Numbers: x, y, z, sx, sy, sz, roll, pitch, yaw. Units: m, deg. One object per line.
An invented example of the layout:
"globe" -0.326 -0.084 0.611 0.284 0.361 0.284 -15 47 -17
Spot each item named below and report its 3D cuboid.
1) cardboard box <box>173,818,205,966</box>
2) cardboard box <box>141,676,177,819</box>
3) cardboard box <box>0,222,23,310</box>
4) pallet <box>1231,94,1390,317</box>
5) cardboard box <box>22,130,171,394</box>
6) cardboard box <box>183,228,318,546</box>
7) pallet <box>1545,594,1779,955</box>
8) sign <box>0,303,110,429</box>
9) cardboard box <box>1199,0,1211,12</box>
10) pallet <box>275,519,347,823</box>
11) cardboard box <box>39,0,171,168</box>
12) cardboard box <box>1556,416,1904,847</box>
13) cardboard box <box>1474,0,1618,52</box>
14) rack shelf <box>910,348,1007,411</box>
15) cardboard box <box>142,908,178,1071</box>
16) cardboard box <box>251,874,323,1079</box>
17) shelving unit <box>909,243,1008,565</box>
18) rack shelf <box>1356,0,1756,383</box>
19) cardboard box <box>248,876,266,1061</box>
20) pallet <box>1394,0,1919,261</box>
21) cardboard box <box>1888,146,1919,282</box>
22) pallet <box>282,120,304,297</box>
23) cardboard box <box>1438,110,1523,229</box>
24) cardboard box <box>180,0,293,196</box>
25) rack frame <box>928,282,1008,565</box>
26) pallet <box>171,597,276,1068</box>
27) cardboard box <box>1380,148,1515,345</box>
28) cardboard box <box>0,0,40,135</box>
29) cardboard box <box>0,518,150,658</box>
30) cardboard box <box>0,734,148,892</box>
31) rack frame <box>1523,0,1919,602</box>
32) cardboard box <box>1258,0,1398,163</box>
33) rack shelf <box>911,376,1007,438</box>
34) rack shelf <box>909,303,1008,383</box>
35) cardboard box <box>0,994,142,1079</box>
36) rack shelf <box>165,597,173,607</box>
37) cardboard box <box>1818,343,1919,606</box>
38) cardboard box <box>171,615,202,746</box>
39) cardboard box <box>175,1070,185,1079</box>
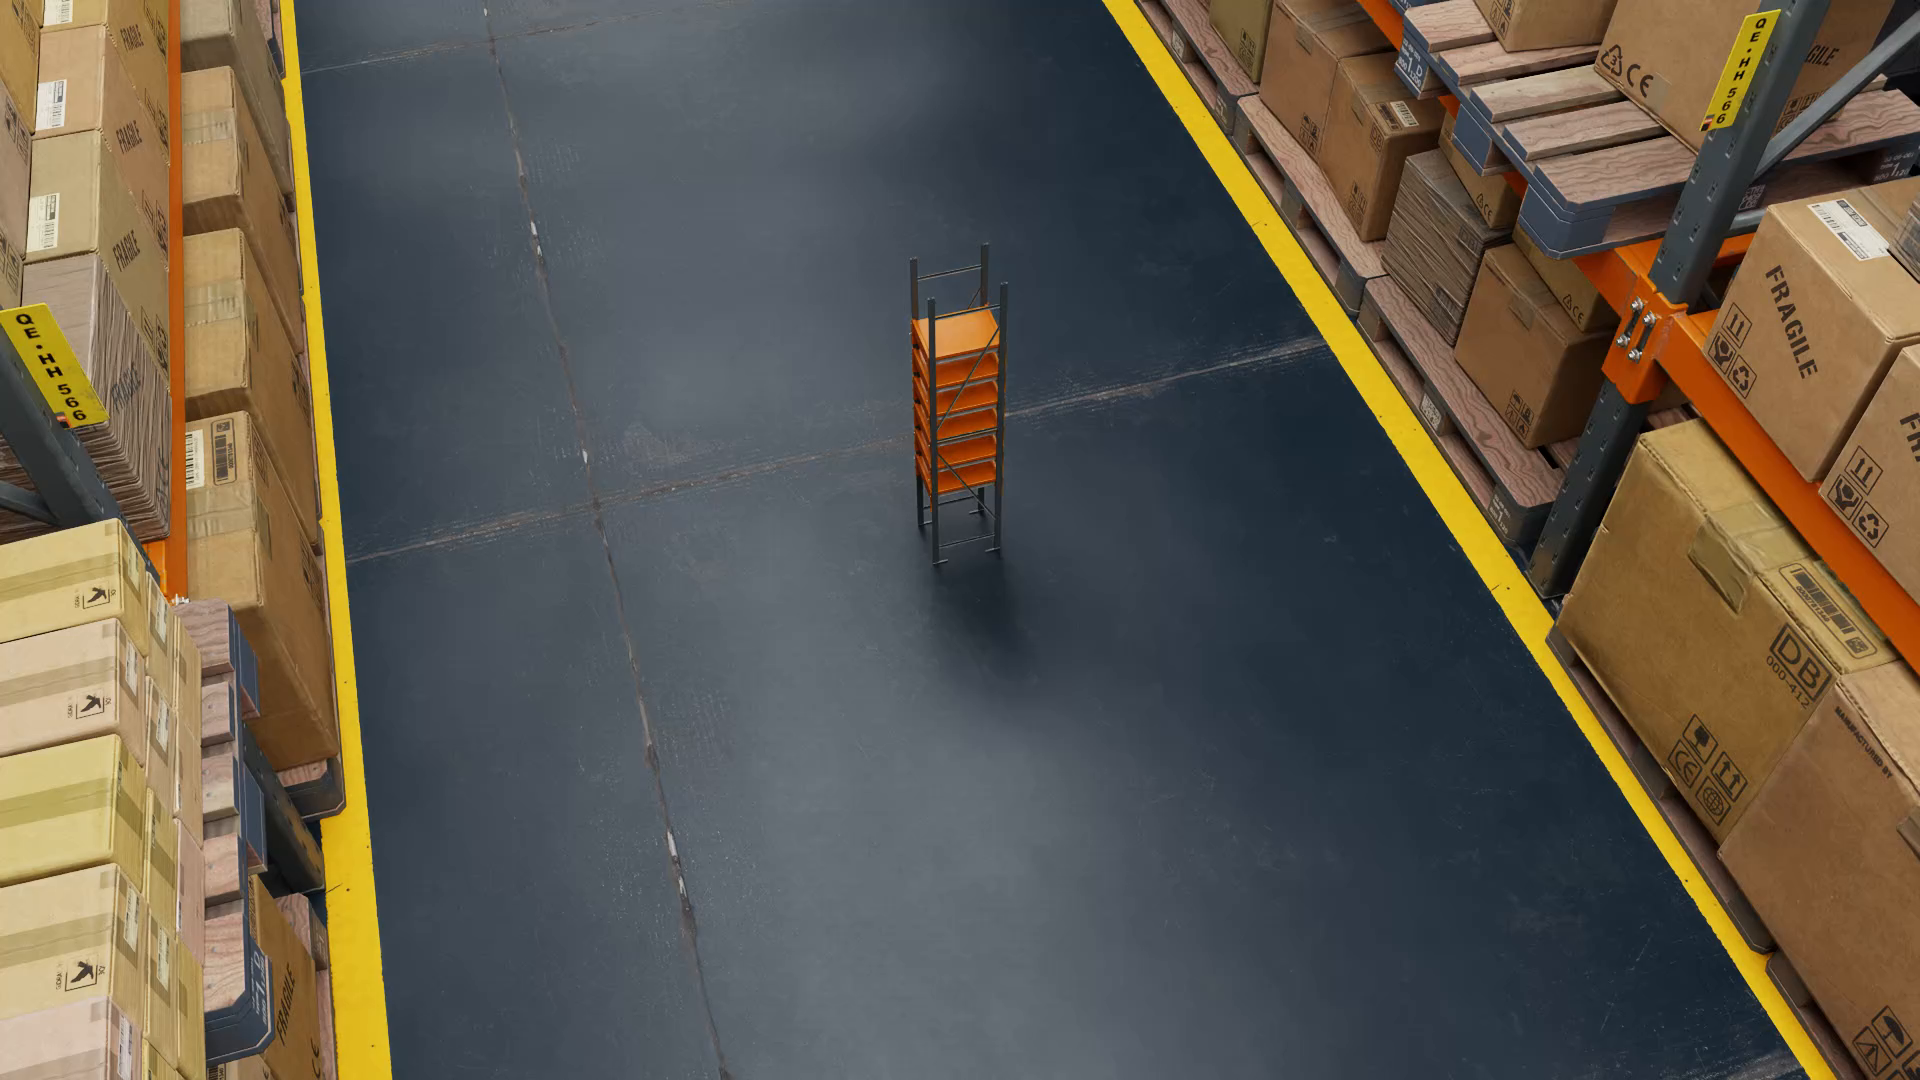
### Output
"cardboard box" -1.624 0.701 3.087 0.380 0.149 0.250 -13 51 -10
"cardboard box" -1.695 0.431 3.120 0.380 0.149 0.250 -12 51 -10
"cardboard box" -2.480 -0.556 3.537 0.700 0.500 0.500 -14 51 -11
"pallet" 1.824 -1.480 6.860 1.003 0.211 1.213 -13 51 -11
"cardboard box" -2.385 -0.663 4.281 0.500 0.500 0.500 -14 51 -11
"cardboard box" -2.713 -0.384 5.309 1.050 0.750 0.750 -13 51 -10
"pallet" 2.572 0.573 5.129 1.003 0.211 1.213 -13 51 -11
"sign" -1.841 -0.348 3.376 0.100 0.325 0.005 -13 51 -11
"cardboard box" 1.389 -2.723 7.431 0.700 0.500 0.500 -17 52 -14
"pallet" -2.518 0.435 5.245 1.003 0.211 1.213 -13 51 -11
"cardboard box" -2.679 -1.396 4.899 0.500 0.500 0.500 -14 51 -11
"cardboard box" 2.595 0.140 4.785 1.225 0.875 0.875 -15 52 -13
"cardboard box" 1.953 -1.857 5.013 0.700 0.500 0.500 -7 50 -6
"rack shelf" -0.004 -0.523 5.151 0.258 0.103 0.180 -13 51 -11
"cardboard box" -1.542 0.806 2.804 0.380 0.149 0.250 -13 51 -11
"cardboard box" -1.913 1.221 4.119 0.500 0.500 0.500 -14 51 -11
"shelving unit" -0.004 -0.397 5.300 0.258 1.200 0.189 -13 51 -11
"rack shelf" 1.820 -2.147 6.069 1.077 0.370 4.000 -13 51 -11
"cardboard box" -1.904 0.998 3.817 0.500 0.250 0.500 -14 51 -12
"pallet" 2.099 -1.353 5.054 1.213 0.211 1.003 -13 51 -11
"cardboard box" 2.612 -0.736 3.687 0.797 0.503 0.637 -12 51 -10
"pallet" -3.240 -1.347 6.748 1.003 0.211 1.213 -13 51 -11
"cardboard box" 2.018 -1.364 5.795 0.500 0.250 0.500 -8 50 -7
"cardboard box" -3.270 -1.770 6.477 1.050 0.750 0.750 -14 51 -11
"rack frame" 0.023 -0.330 5.244 0.240 1.200 0.006 -13 51 -11
"pallet" -2.044 0.687 3.334 1.213 0.211 1.003 -13 51 -11
"cardboard box" 2.018 -1.142 6.098 0.700 0.500 0.500 -17 52 -14
"cardboard box" -2.785 -1.299 4.164 0.700 0.500 0.500 -14 51 -12
"cardboard box" -1.774 0.137 3.173 0.380 0.149 0.250 -15 52 -12
"cardboard box" -1.624 0.512 2.857 0.380 0.149 0.250 -12 51 -10
"rack frame" 2.411 -0.919 4.562 1.000 3.000 0.127 -13 51 -11
"cardboard box" 1.678 -1.962 6.789 0.700 0.500 0.500 -17 52 -14
"rack shelf" -0.004 -0.446 5.242 0.258 0.103 0.180 -13 51 -11
"rack shelf" -0.004 -0.601 5.059 0.258 0.103 0.180 -13 51 -11
"cardboard box" -1.476 0.884 2.543 0.380 0.149 0.250 -13 51 -11
"rack shelf" -1.765 1.822 2.723 1.077 0.370 4.000 -13 51 -11
"cardboard box" 2.450 -0.158 3.856 0.500 0.500 0.500 -15 51 -12
"cardboard box" -1.772 0.331 3.399 0.380 0.149 0.250 -13 51 -10
"cardboard box" -1.472 1.080 2.768 0.380 0.149 0.250 -15 52 -13
